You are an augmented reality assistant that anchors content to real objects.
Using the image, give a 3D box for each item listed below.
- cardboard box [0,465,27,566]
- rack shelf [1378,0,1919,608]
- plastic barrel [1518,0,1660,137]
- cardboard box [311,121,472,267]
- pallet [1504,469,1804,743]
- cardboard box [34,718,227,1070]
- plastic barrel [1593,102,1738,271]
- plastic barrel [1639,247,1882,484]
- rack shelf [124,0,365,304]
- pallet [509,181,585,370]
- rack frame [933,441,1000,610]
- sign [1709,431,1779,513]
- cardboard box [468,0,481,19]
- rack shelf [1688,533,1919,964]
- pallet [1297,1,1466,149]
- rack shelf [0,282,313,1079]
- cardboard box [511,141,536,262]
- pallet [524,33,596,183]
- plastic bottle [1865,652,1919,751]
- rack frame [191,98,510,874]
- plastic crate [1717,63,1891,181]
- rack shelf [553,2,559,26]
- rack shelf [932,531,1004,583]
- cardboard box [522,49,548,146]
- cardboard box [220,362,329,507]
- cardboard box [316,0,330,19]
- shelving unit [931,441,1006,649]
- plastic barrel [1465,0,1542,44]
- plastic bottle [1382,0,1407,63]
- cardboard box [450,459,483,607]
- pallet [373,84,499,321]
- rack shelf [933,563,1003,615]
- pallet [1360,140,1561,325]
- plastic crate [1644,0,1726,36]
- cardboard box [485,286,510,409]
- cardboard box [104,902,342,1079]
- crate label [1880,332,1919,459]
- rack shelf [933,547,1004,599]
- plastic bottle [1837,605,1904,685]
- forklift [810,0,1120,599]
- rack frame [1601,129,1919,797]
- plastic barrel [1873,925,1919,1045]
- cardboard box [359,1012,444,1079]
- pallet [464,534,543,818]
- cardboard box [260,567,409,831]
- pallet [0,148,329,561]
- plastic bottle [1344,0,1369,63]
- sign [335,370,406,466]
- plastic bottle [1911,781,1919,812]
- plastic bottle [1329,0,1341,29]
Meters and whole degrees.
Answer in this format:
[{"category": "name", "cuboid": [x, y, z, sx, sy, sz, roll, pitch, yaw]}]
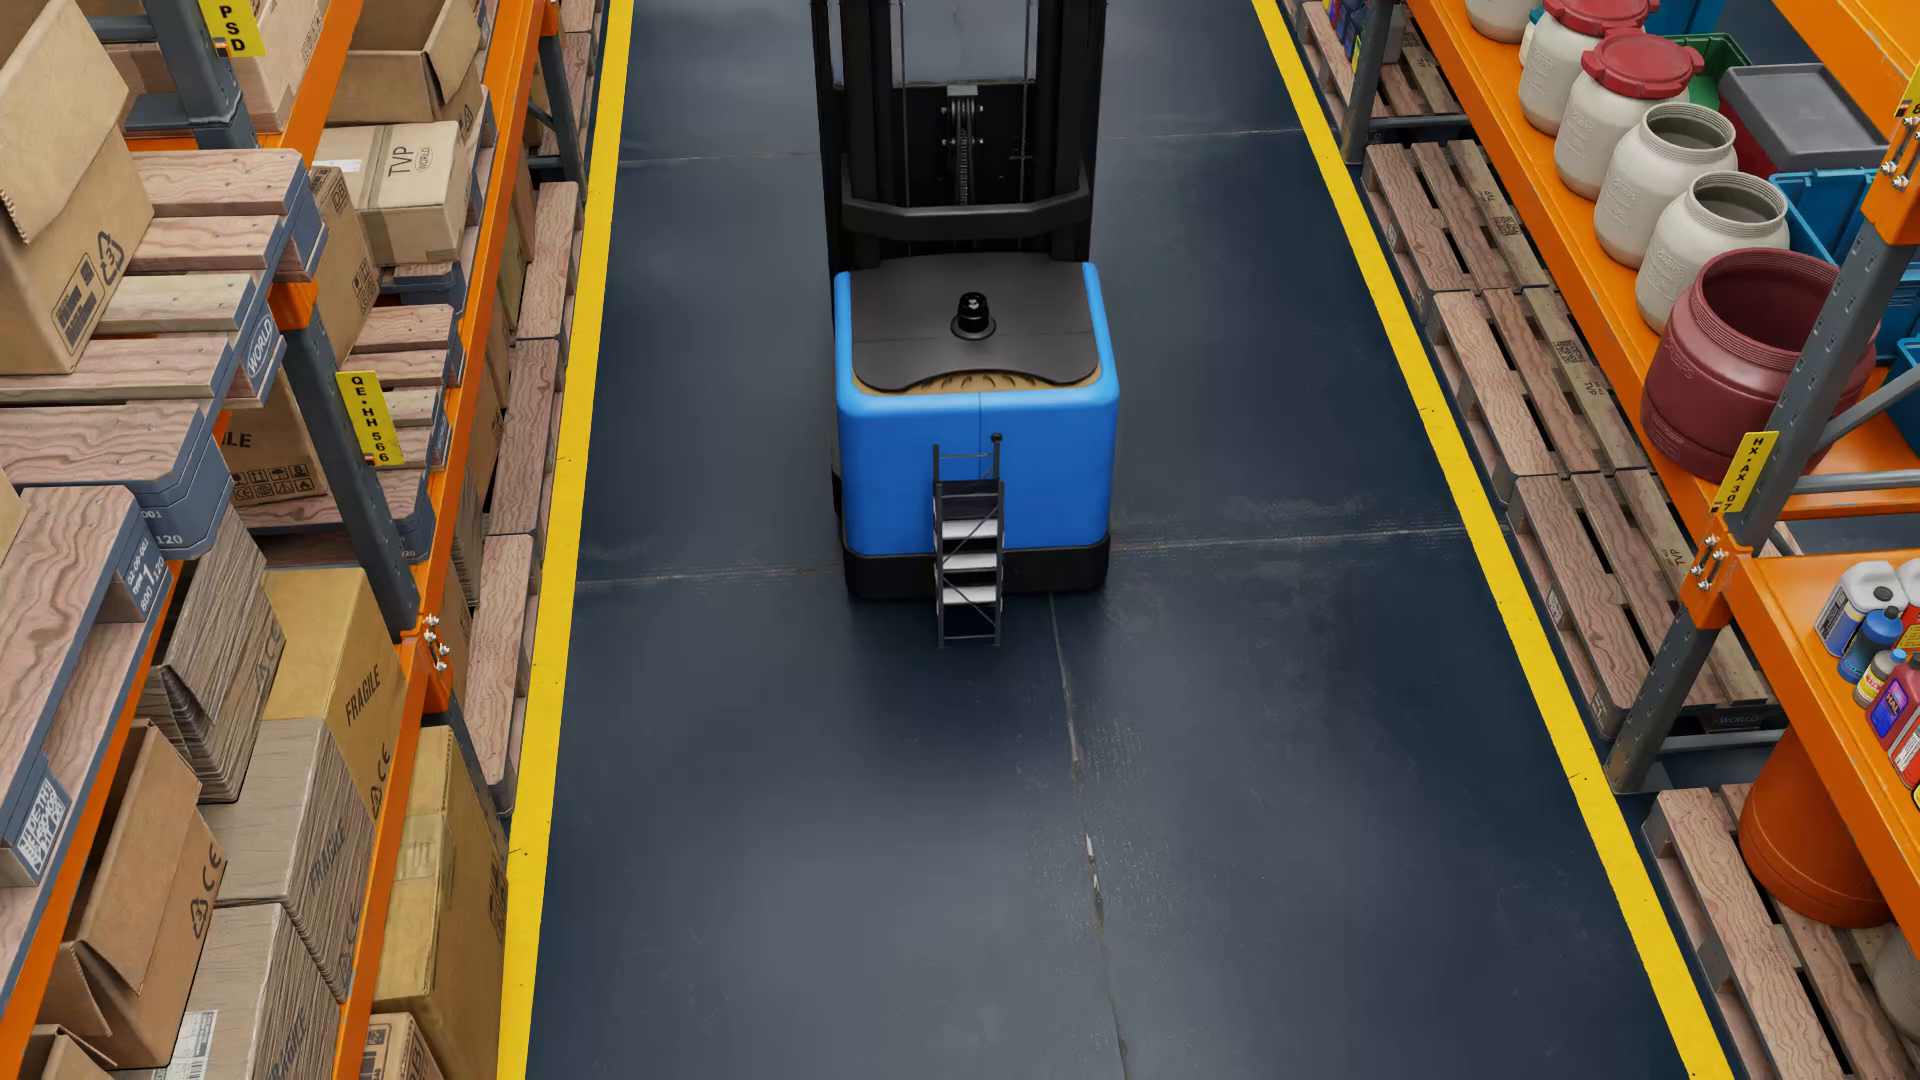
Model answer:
[{"category": "cardboard box", "cuboid": [-1.799, -0.032, 2.427, 0.500, 0.500, 0.500, -1, 47, -1]}, {"category": "rack shelf", "cuboid": [2.686, -1.379, 6.622, 1.077, 0.370, 4.000, -3, 47, -3]}, {"category": "plastic barrel", "cuboid": [2.442, -1.884, 6.511, 0.433, 0.535, 0.433, 0, 47, 0]}, {"category": "cardboard box", "cuboid": [-1.993, -1.198, 5.769, 0.500, 0.250, 0.500, -5, 47, -4]}, {"category": "pallet", "cuboid": [2.827, 0.217, 6.536, 1.003, 0.211, 1.213, -3, 47, -3]}, {"category": "cardboard box", "cuboid": [-1.985, 0.744, 3.356, 0.797, 0.503, 0.637, -3, 47, -2]}, {"category": "plastic barrel", "cuboid": [2.519, -1.254, 5.931, 0.421, 0.512, 0.421, 0, 47, 0]}, {"category": "plastic barrel", "cuboid": [2.513, -0.543, 5.242, 0.600, 0.536, 0.708, -3, 47, -3]}, {"category": "rack shelf", "cuboid": [-2.249, -2.109, 5.248, 1.077, 0.370, 4.000, -3, 47, -3]}, {"category": "pallet", "cuboid": [-2.350, -1.250, 7.925, 1.003, 0.211, 1.213, -3, 47, -3]}, {"category": "rack frame", "cuboid": [0.024, -0.039, 6.303, 0.240, 0.900, 0.006, -3, 47, -2]}, {"category": "sign", "cuboid": [2.306, -0.197, 4.895, 0.100, 0.325, 0.005, -3, 47, -3]}, {"category": "cardboard box", "cuboid": [-2.490, -2.540, 6.523, 1.000, 1.000, 1.000, -3, 47, -3]}, {"category": "rack shelf", "cuboid": [3.021, 1.515, 3.881, 1.077, 0.370, 4.000, -3, 47, -3]}, {"category": "pallet", "cuboid": [2.504, -2.603, 9.206, 1.003, 0.211, 1.213, -3, 47, -3]}, {"category": "rack shelf", "cuboid": [-1.915, 0.785, 2.507, 1.077, 0.370, 4.000, -3, 47, -3]}, {"category": "cardboard box", "cuboid": [-2.387, -1.619, 7.772, 0.700, 0.500, 0.500, -7, 47, -6]}, {"category": "pallet", "cuboid": [-2.508, -2.297, 8.917, 1.003, 0.211, 1.213, -3, 47, -3]}, {"category": "plastic bottle", "cuboid": [2.550, 0.434, 4.490, 0.061, 0.283, 0.133, -3, 47, -3]}, {"category": "rack frame", "cuboid": [-2.082, 0.122, 4.705, 1.000, 3.000, 0.127, -3, 47, -3]}, {"category": "plastic crate", "cuboid": [3.023, -1.389, 6.092, 0.402, 0.464, 0.583, -3, 47, -3]}, {"category": "rack shelf", "cuboid": [-2.584, -3.972, 9.078, 1.077, 0.370, 4.000, -3, 47, -3]}, {"category": "rack shelf", "cuboid": [0.030, 0.058, 6.258, 0.258, 0.077, 0.200, -3, 47, -2]}, {"category": "cardboard box", "cuboid": [-2.410, -2.349, 8.478, 0.500, 0.500, 0.500, -5, 47, -5]}, {"category": "cardboard box", "cuboid": [-2.167, -0.445, 4.884, 0.500, 0.500, 0.500, -9, 47, -8]}, {"category": "cardboard box", "cuboid": [-1.910, -1.585, 4.359, 0.500, 0.250, 0.500, -2, 47, -2]}, {"category": "shelving unit", "cuboid": [0.030, 0.035, 6.234, 0.258, 0.900, 0.210, -3, 47, -2]}, {"category": "plastic barrel", "cuboid": [2.380, -2.415, 7.014, 0.433, 0.535, 0.433, 0, 47, 0]}, {"category": "plastic bottle", "cuboid": [2.321, -2.771, 8.966, 0.144, 0.351, 0.185, -3, 47, -3]}, {"category": "cardboard box", "cuboid": [-2.217, -0.054, 6.290, 0.700, 0.500, 0.500, -7, 47, -7]}, {"category": "pallet", "cuboid": [-2.288, -1.242, 6.129, 1.003, 0.211, 1.213, -3, 47, -3]}, {"category": "rack shelf", "cuboid": [0.030, 0.182, 6.389, 0.258, 0.077, 0.200, -3, 47, -2]}, {"category": "pallet", "cuboid": [2.623, -1.549, 8.208, 1.003, 0.211, 1.213, -3, 47, -3]}, {"category": "plastic crate", "cuboid": [2.921, -2.289, 6.999, 0.392, 0.384, 0.575, -3, 47, -3]}, {"category": "cardboard box", "cuboid": [-2.318, -0.868, 7.061, 0.700, 0.500, 0.500, -7, 47, -7]}, {"category": "cardboard box", "cuboid": [-1.711, 1.166, 3.648, 0.500, 0.500, 0.500, -5, 47, -5]}, {"category": "crate label", "cuboid": [3.192, -0.449, 5.361, 0.303, 0.233, 0.416, -3, 47, -3]}, {"category": "rack shelf", "cuboid": [0.030, 0.120, 6.323, 0.258, 0.077, 0.200, -3, 47, -2]}, {"category": "plastic bottle", "cuboid": [2.550, 0.283, 4.641, 0.097, 0.271, 0.097, 0, 47, 0]}, {"category": "forklift", "cuboid": [-0.022, -1.842, 6.612, 1.130, 2.935, 3.031, -3, 47, -2]}, {"category": "rack frame", "cuboid": [2.854, -0.179, 4.990, 1.000, 3.000, 0.127, -3, 47, -3]}, {"category": "plastic barrel", "cuboid": [3.048, 1.288, 5.025, 0.421, 0.512, 0.421, 0, 47, 0]}, {"category": "cardboard box", "cuboid": [-1.978, 1.854, 4.239, 1.225, 0.875, 0.875, -3, 47, -3]}, {"category": "pallet", "cuboid": [-2.146, 0.515, 6.253, 1.003, 0.211, 1.213, -3, 47, -3]}, {"category": "cardboard box", "cuboid": [-1.794, 0.429, 4.345, 0.500, 0.500, 0.500, -2, 47, -2]}, {"category": "pallet", "cuboid": [-1.975, -0.382, 3.247, 1.213, 0.211, 1.003, -2, 47, -1]}, {"category": "plastic bottle", "cuboid": [2.178, -2.762, 8.958, 0.144, 0.351, 0.185, -5, 47, -4]}, {"category": "sign", "cuboid": [-1.529, -0.313, 4.319, 0.100, 0.325, 0.005, -3, 47, -3]}, {"category": "plastic bottle", "cuboid": [2.572, 0.628, 4.306, 0.061, 0.283, 0.133, -3, 47, -3]}, {"category": "plastic bottle", "cuboid": [2.106, -2.993, 9.223, 0.061, 0.283, 0.133, -1, 47, -1]}]
